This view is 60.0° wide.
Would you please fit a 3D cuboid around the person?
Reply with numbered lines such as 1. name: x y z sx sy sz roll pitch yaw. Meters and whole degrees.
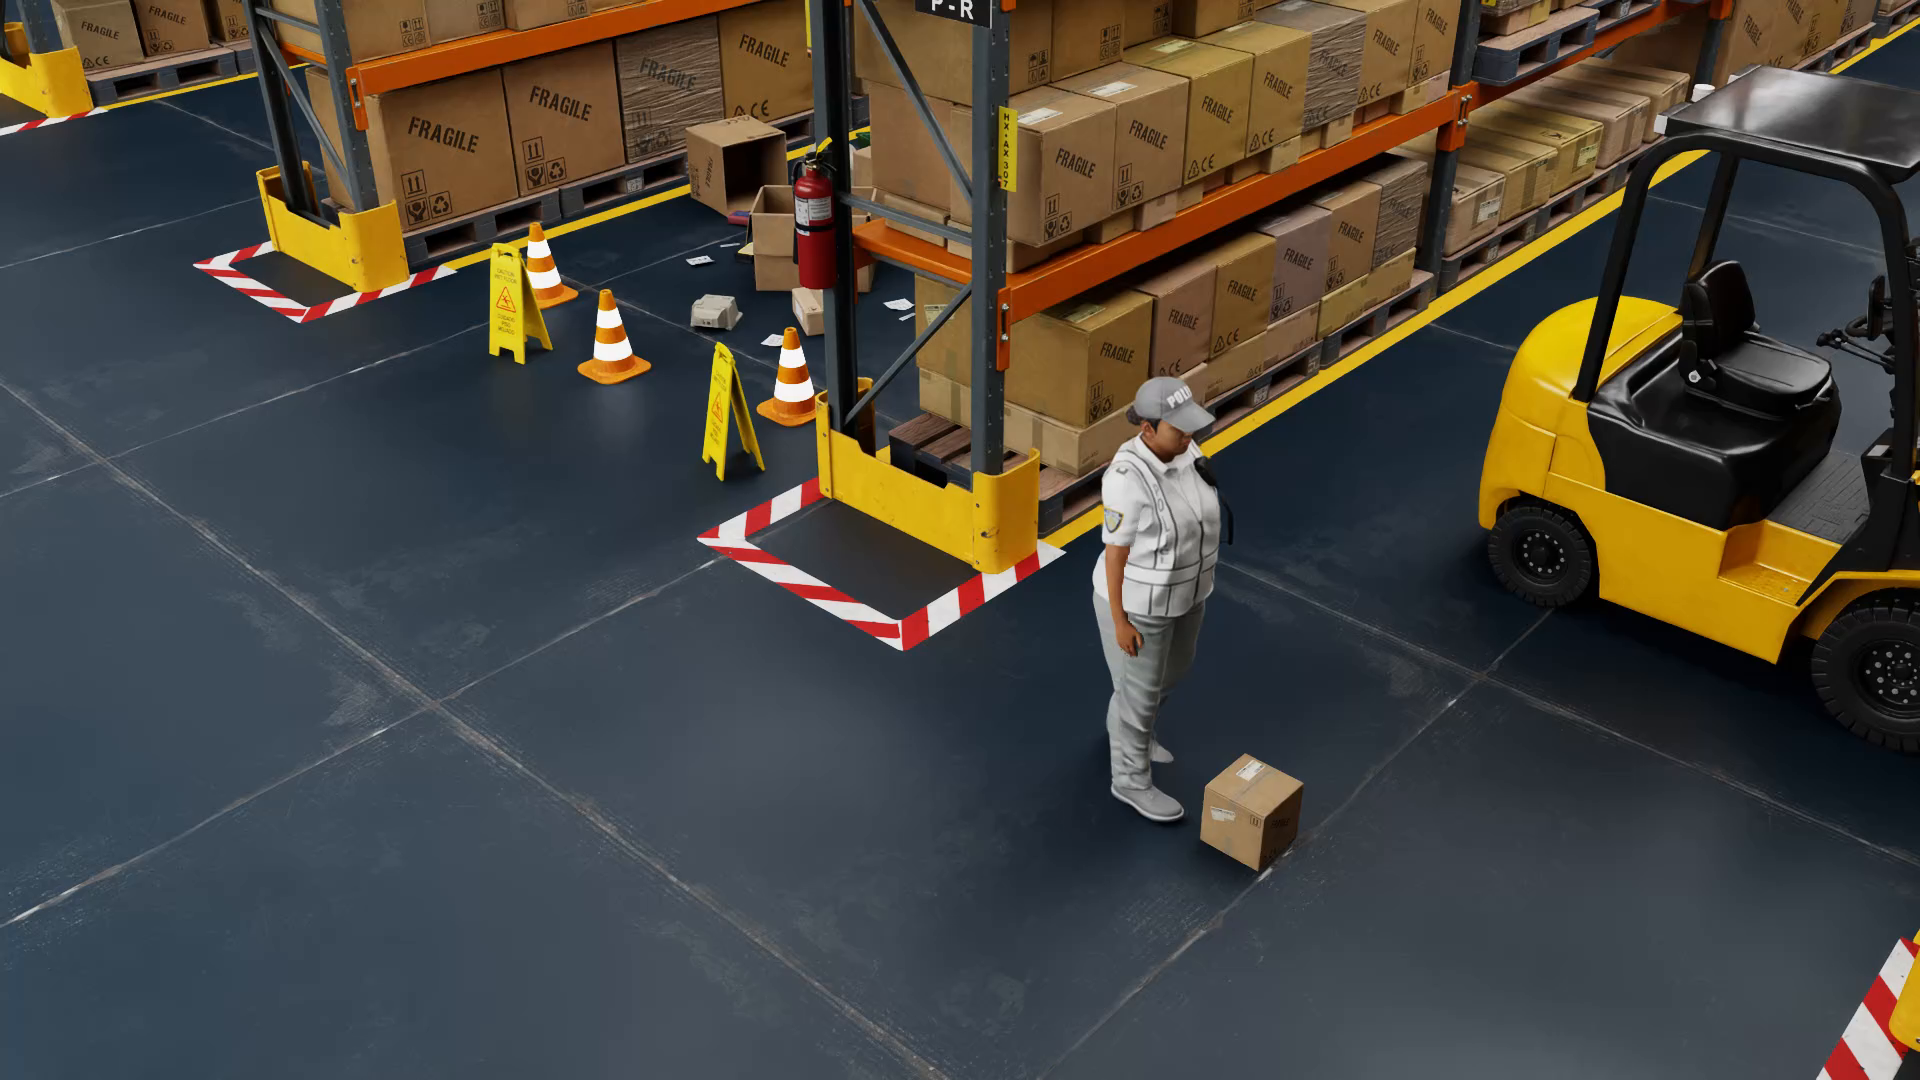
1. person: 0.681 0.213 5.824 0.507 1.707 0.480 26 40 35
